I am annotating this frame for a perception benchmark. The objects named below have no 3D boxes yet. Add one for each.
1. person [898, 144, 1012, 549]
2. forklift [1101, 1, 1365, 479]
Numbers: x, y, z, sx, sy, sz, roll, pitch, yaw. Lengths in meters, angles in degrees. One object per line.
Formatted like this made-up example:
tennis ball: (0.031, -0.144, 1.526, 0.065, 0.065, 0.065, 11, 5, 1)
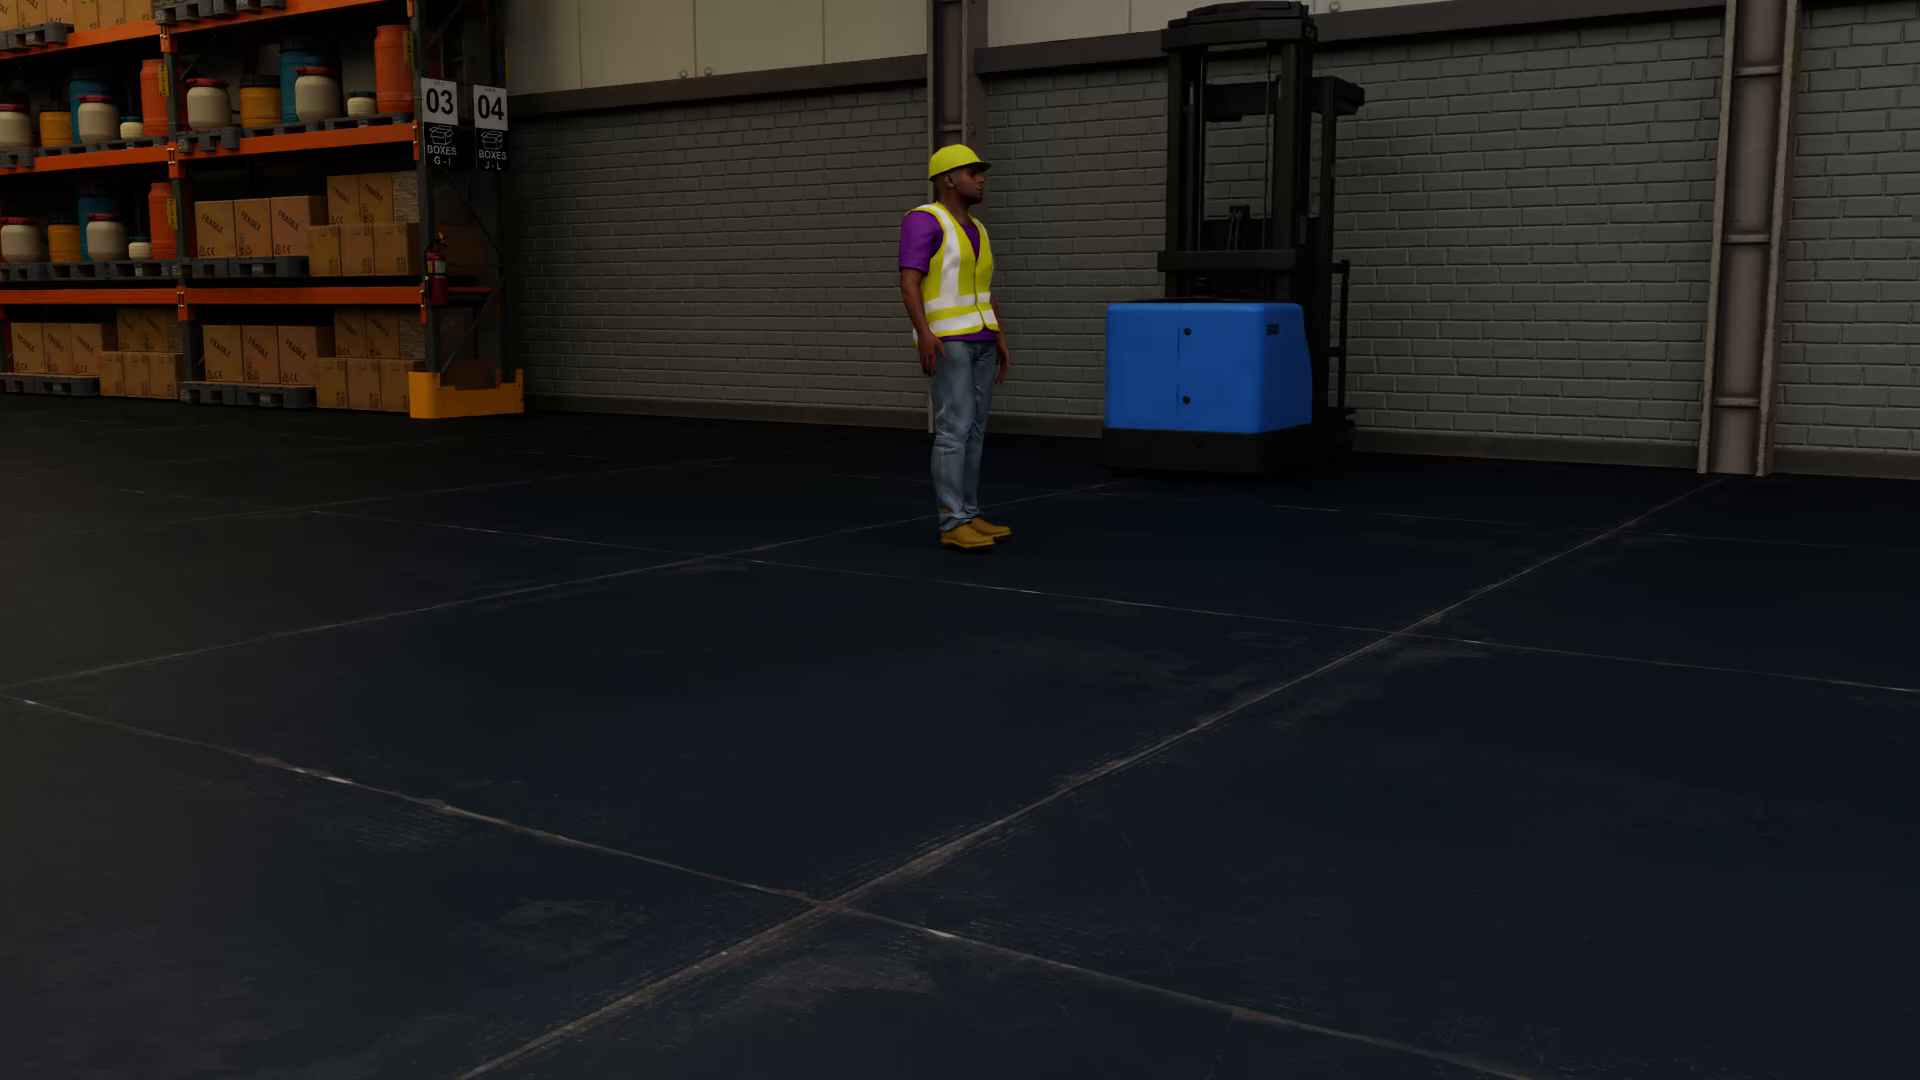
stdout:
person: (0.055, -0.876, 7.435, 0.575, 1.768, 0.665, 5, 10, 34)
forklift: (2.031, -1.987, 11.164, 1.130, 2.935, 3.031, 4, 9, 28)
